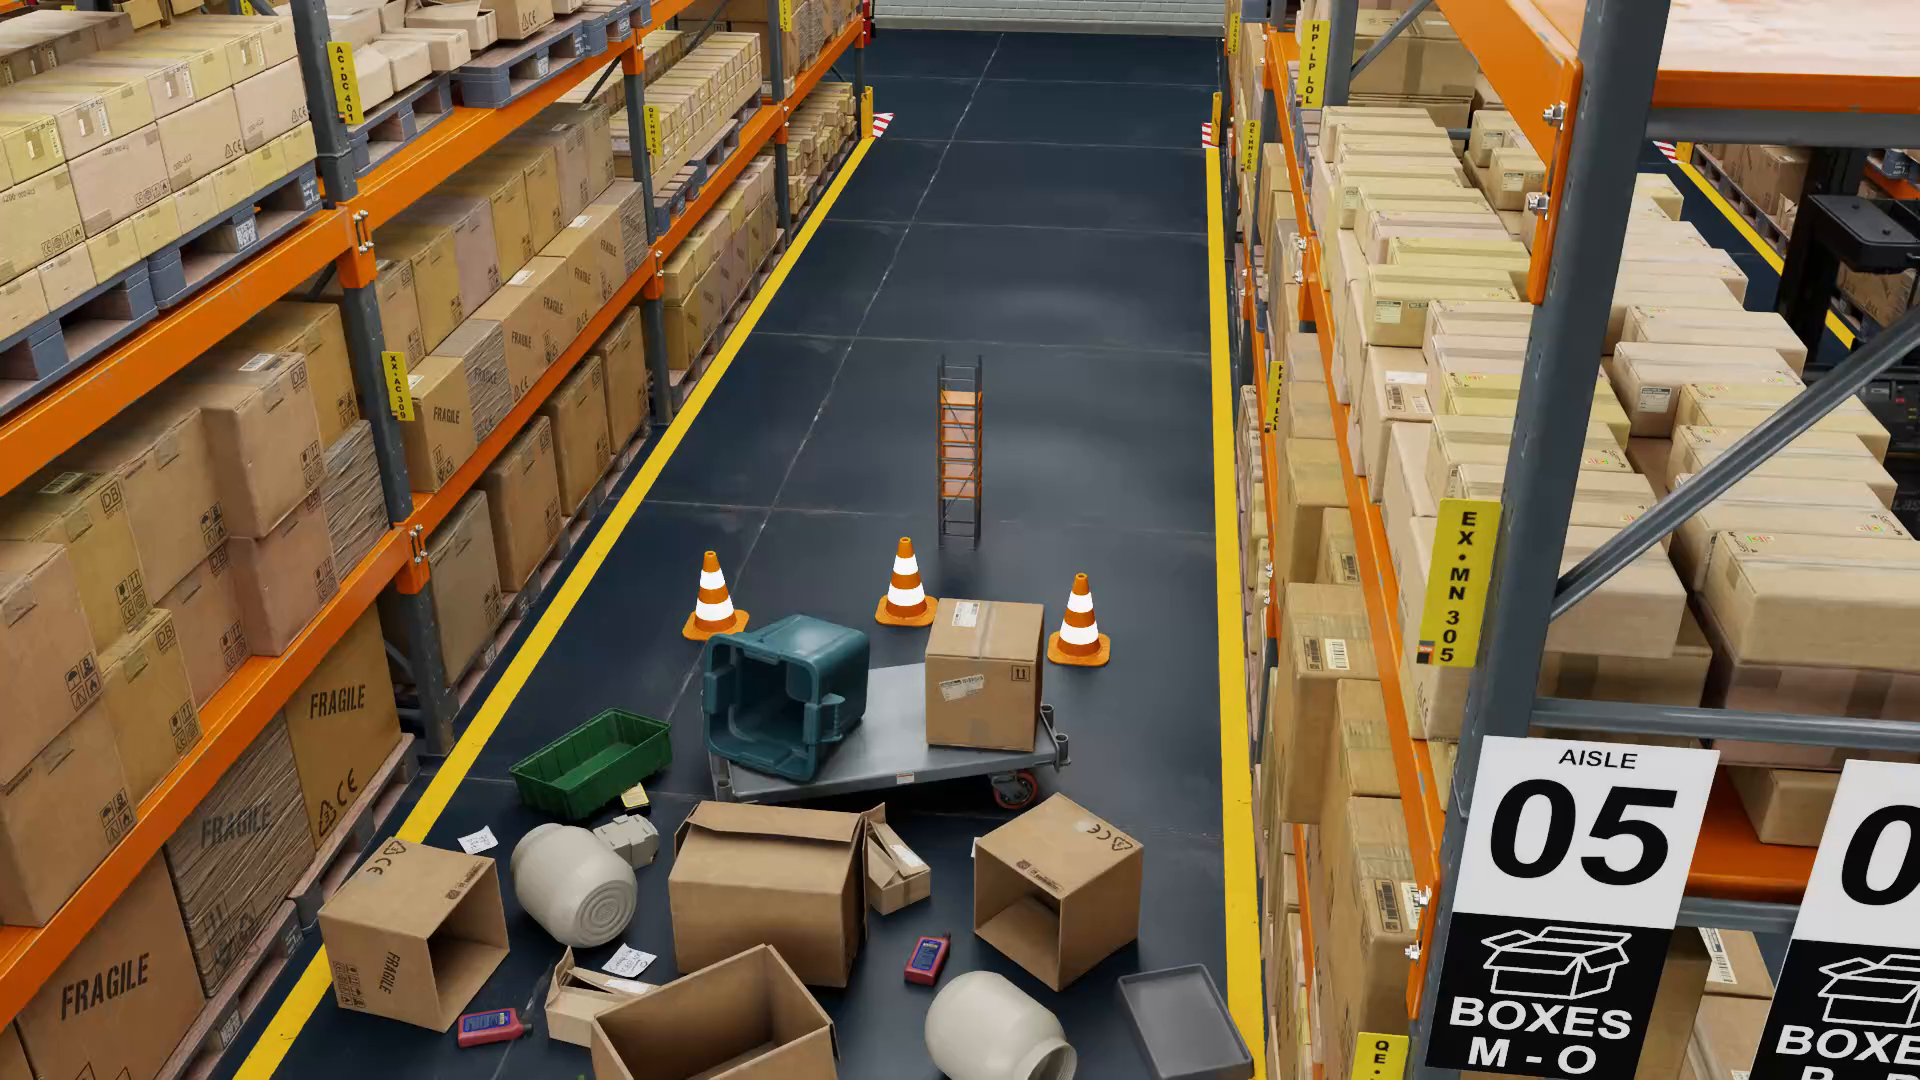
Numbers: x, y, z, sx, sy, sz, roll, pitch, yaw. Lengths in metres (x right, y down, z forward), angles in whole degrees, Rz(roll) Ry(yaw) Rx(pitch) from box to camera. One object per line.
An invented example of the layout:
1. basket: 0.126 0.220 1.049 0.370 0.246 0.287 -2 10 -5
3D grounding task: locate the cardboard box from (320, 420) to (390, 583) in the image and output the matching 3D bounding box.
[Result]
1. cardboard box: -3.068 -0.186 7.274 0.875 0.550 0.550 3 28 6

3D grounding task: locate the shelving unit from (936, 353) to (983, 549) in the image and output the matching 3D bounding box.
1. shelving unit: -0.002 -0.521 9.953 0.258 1.200 0.189 3 28 6

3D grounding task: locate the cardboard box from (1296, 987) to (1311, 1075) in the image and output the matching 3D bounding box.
1. cardboard box: 1.252 1.552 5.189 0.380 0.149 0.250 4 29 7

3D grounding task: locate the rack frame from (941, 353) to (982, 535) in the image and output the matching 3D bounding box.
1. rack frame: 0.009 -0.564 10.033 0.240 1.200 0.006 3 28 6

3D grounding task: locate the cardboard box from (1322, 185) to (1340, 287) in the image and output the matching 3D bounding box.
1. cardboard box: 1.511 -1.005 5.635 0.500 0.250 0.500 3 28 6

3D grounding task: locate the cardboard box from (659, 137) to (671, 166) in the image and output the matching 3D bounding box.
1. cardboard box: -2.255 -2.726 11.656 0.380 0.149 0.250 5 29 9

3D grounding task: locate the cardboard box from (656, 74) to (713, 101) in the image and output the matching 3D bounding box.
1. cardboard box: -2.102 -3.455 12.696 0.380 0.149 0.250 3 28 5

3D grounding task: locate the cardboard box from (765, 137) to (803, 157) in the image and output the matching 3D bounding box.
1. cardboard box: -1.722 -3.774 16.028 0.380 0.149 0.250 3 28 5

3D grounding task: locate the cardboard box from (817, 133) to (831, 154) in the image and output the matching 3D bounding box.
1. cardboard box: -1.514 -3.998 16.759 0.380 0.149 0.250 4 29 7

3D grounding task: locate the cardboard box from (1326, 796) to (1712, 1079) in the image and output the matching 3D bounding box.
1. cardboard box: 1.247 0.961 3.831 0.700 0.500 0.500 3 28 5

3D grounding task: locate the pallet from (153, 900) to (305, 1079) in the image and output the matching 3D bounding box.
1. pallet: -3.352 1.863 6.570 1.003 0.211 1.213 3 28 6

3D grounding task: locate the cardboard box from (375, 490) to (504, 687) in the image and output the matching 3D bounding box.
1. cardboard box: -3.048 0.214 8.619 1.050 0.750 0.750 3 28 6

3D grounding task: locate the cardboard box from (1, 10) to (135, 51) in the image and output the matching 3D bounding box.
1. cardboard box: -3.416 -1.932 6.388 0.380 0.149 0.250 4 29 7

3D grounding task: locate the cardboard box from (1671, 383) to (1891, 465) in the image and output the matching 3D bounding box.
1. cardboard box: 1.858 -0.235 3.785 0.380 0.149 0.250 3 28 6

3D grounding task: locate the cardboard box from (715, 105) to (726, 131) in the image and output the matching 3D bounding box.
1. cardboard box: -2.063 -3.322 13.076 0.380 0.149 0.250 5 29 8

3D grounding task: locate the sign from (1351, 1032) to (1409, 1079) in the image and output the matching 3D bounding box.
1. sign: 0.852 1.138 3.420 0.100 0.325 0.005 3 28 6

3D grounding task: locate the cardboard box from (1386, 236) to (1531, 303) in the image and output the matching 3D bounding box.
1. cardboard box: 1.420 -0.749 4.739 0.380 0.149 0.250 4 29 7

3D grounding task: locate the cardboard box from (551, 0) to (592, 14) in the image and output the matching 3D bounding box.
1. cardboard box: -2.375 -3.178 9.369 0.500 0.311 0.500 3 28 6

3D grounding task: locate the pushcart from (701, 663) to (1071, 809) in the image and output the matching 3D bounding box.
1. pushcart: -0.378 0.991 8.012 1.648 0.377 0.936 -6 29 -11

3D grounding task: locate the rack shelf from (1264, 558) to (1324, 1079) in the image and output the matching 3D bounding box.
1. rack shelf: 1.646 1.204 5.611 1.077 0.370 4.000 3 28 6

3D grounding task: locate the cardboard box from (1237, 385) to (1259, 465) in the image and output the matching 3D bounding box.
1. cardboard box: 2.302 -0.700 10.714 0.950 0.372 0.625 1 28 3

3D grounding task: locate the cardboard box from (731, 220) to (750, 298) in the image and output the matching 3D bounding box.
1. cardboard box: -2.025 -2.299 13.547 0.500 0.500 0.500 3 28 5

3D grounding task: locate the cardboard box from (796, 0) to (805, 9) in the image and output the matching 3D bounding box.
1. cardboard box: -1.709 -5.118 15.114 0.500 0.500 0.500 3 28 5

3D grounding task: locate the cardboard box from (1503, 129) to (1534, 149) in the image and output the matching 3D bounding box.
1. cardboard box: 2.113 -1.326 5.811 0.380 0.149 0.250 3 28 5

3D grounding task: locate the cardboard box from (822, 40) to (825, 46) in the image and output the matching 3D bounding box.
1. cardboard box: -1.569 -5.061 16.746 0.380 0.149 0.250 2 28 4

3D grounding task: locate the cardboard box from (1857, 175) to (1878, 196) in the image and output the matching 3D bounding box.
1. cardboard box: 7.550 -2.877 13.623 0.380 0.149 0.250 3 28 5

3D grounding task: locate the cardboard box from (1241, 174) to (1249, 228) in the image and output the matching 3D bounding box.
1. cardboard box: 2.232 -2.365 11.636 0.500 0.250 0.500 4 29 7

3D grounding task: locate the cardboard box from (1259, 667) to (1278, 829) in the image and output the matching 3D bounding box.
1. cardboard box: 1.551 0.904 7.076 0.500 0.500 0.500 5 29 9

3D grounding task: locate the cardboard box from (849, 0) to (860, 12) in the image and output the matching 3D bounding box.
1. cardboard box: -1.364 -5.891 17.603 0.500 0.500 0.500 4 29 7

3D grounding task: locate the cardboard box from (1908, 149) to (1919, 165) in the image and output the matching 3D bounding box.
1. cardboard box: 7.357 -2.934 11.985 0.700 0.500 0.500 3 28 6

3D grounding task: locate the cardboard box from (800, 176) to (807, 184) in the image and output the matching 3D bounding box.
1. cardboard box: -1.679 -3.388 15.939 0.380 0.149 0.250 3 28 6

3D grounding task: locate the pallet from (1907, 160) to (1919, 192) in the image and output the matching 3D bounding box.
1. pallet: 7.541 -2.481 11.896 1.003 0.211 1.213 3 28 6

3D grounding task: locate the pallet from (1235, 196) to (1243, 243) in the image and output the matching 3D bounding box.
1. pallet: 3.042 -2.945 15.495 1.003 0.211 1.213 3 28 6

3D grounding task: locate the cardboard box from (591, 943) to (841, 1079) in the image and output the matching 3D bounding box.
1. cardboard box: -0.897 1.954 6.093 0.797 0.503 0.637 -17 33 -29

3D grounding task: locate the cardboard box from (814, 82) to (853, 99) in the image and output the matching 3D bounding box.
1. cardboard box: -1.377 -4.870 18.064 0.380 0.149 0.250 4 29 7

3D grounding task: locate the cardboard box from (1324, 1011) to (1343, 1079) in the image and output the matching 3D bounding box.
1. cardboard box: 1.194 1.382 4.102 0.500 0.500 0.500 3 28 5

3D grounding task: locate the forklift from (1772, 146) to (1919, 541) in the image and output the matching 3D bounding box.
1. forklift: 4.650 -0.616 8.303 1.130 2.935 3.031 3 28 5

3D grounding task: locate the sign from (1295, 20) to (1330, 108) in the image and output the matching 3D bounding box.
1. sign: 1.340 -1.806 6.317 0.100 0.325 0.005 3 28 6

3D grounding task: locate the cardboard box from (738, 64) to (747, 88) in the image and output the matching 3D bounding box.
1. cardboard box: -1.971 -3.826 13.697 0.380 0.149 0.250 5 29 8

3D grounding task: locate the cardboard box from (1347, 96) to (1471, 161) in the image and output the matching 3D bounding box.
1. cardboard box: 1.819 -1.777 6.938 0.500 0.250 0.500 3 28 5

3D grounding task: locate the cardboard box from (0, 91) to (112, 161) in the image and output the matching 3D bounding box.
1. cardboard box: -2.918 -1.299 5.212 0.380 0.149 0.250 3 28 6

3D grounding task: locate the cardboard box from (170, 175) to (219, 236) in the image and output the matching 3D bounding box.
1. cardboard box: -2.854 -1.182 5.836 0.380 0.149 0.250 3 29 6

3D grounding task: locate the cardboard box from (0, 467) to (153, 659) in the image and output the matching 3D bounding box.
1. cardboard box: -3.325 0.098 5.609 0.875 0.550 0.500 3 28 6

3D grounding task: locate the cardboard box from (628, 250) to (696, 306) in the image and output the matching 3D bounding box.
1. cardboard box: -2.219 -1.902 12.020 0.500 0.250 0.500 2 28 4

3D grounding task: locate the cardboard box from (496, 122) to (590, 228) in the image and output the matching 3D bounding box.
1. cardboard box: -2.670 -2.212 10.034 0.700 0.500 0.500 3 28 5

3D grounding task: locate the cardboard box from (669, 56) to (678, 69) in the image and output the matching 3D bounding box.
1. cardboard box: -2.589 -3.984 13.991 0.380 0.149 0.250 3 28 5

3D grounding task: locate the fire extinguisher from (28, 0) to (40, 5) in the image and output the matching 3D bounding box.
1. fire extinguisher: -10.920 -6.413 19.465 0.296 0.674 0.183 3 28 6

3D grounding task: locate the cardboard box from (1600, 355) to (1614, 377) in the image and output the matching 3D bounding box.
1. cardboard box: 1.837 -0.259 4.250 0.500 0.250 0.500 4 29 8

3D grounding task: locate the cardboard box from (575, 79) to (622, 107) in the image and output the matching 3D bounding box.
1. cardboard box: -2.779 -3.379 12.554 0.380 0.149 0.250 5 29 9

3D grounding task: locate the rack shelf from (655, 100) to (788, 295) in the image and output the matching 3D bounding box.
1. rack shelf: -2.299 -2.802 13.046 1.077 0.370 4.000 3 28 6

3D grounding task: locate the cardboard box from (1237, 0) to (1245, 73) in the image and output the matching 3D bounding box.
1. cardboard box: 2.532 -4.114 13.563 0.500 0.500 0.500 4 29 7

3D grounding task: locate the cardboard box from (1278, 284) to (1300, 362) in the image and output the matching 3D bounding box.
1. cardboard box: 1.779 -0.878 7.855 0.500 0.500 0.500 4 29 6

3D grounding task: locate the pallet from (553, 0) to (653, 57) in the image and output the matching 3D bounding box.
1. pallet: -2.570 -3.108 9.893 1.213 0.211 1.003 5 29 9

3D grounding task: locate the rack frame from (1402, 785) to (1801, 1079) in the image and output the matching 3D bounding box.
1. rack frame: 1.401 1.829 3.693 1.000 3.000 0.127 3 28 6
